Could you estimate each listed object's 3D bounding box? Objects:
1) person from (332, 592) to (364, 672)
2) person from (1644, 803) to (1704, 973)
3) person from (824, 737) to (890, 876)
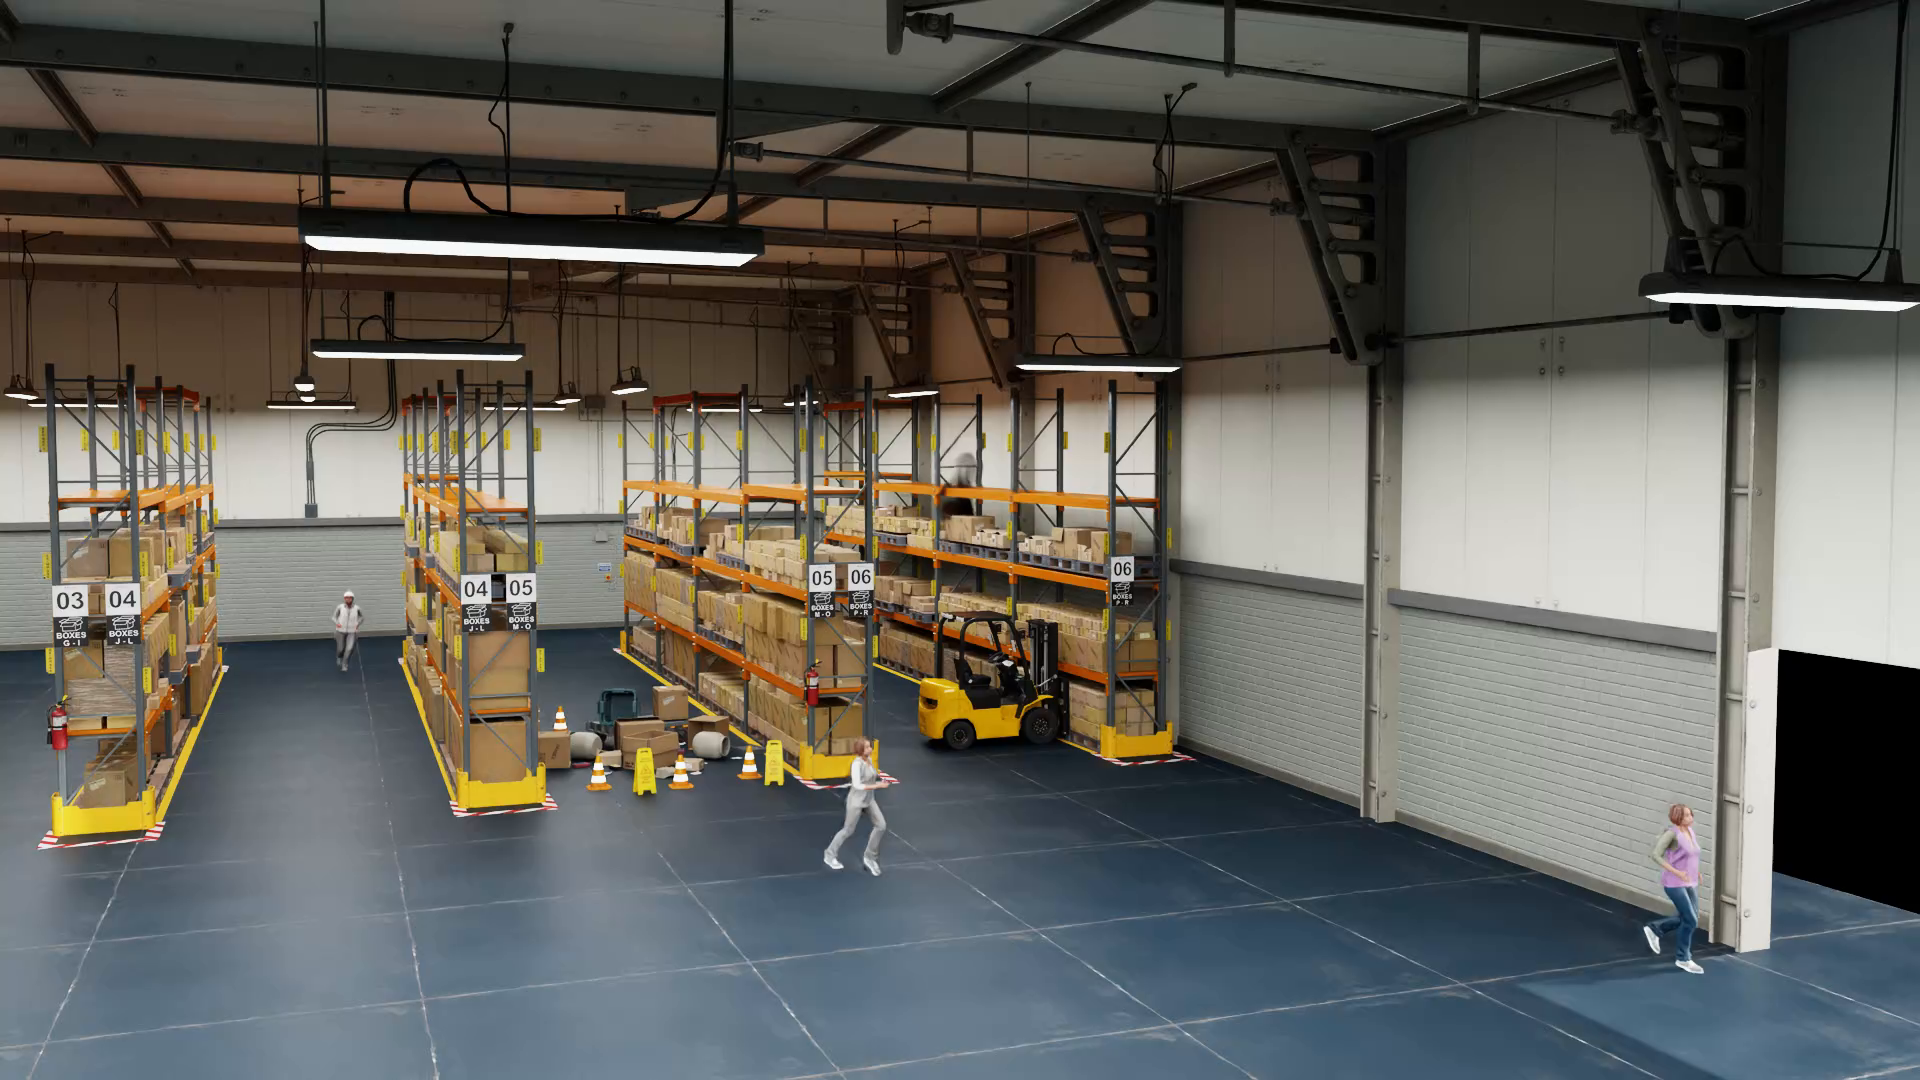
[{"bbox_3d":[-13.461,2.004,36.591,0.676,1.746,0.761,-1,4,-20],"label":"person"},{"bbox_3d":[6.839,3.302,15.912,0.586,1.582,0.611,-2,4,-33],"label":"person"},{"bbox_3d":[-1.164,3.077,19.265,0.830,1.619,0.546,2,4,28],"label":"person"}]
